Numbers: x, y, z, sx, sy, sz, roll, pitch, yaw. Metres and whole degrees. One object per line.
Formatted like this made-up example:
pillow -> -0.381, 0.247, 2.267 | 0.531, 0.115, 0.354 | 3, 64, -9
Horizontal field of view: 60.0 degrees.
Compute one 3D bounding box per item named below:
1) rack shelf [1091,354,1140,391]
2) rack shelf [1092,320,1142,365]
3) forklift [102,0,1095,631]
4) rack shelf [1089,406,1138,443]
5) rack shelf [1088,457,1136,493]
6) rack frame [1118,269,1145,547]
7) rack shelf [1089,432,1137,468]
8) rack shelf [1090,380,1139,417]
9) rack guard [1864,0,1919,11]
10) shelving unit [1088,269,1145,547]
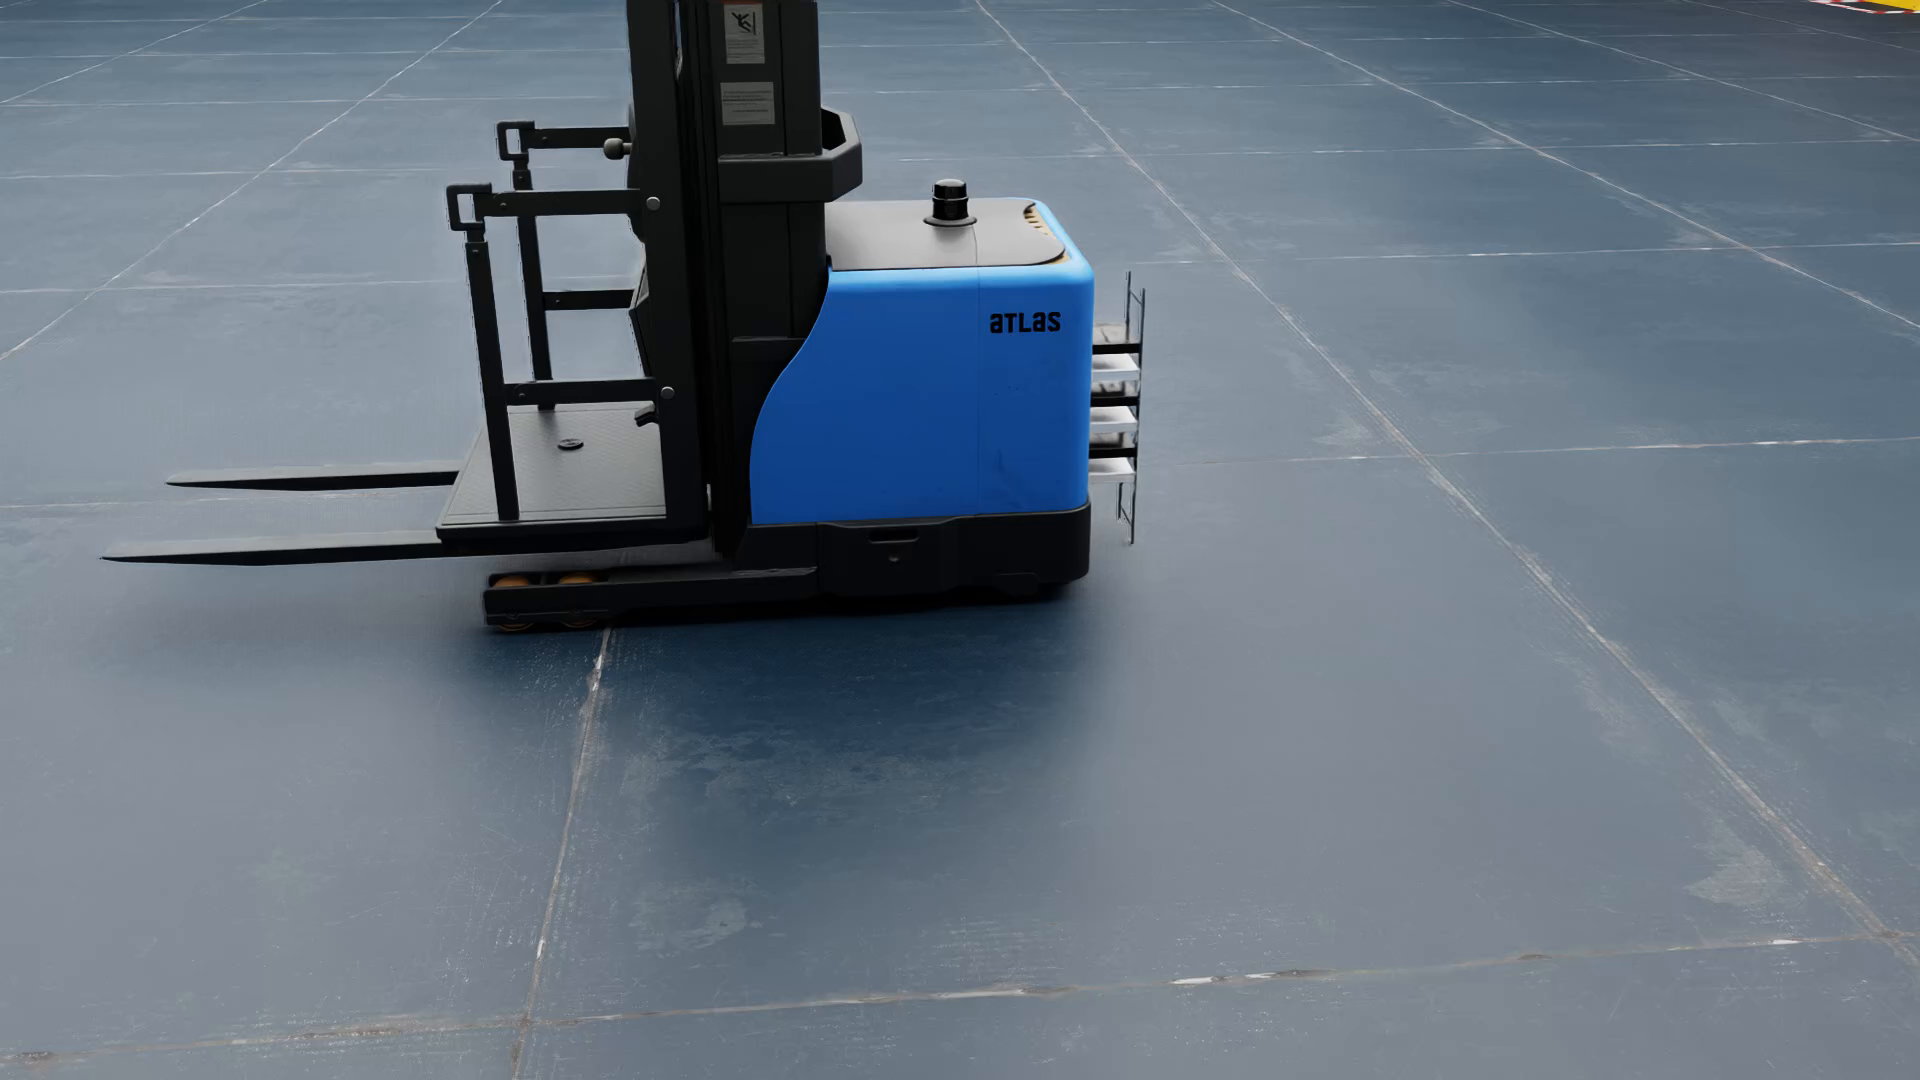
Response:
rack shelf -> 0.473, -0.567, 5.518 | 0.200, 0.077, 0.258 | -3, 24, -6
rack shelf -> 0.473, -0.649, 5.481 | 0.200, 0.077, 0.258 | -3, 24, -6
forklift -> -1.140, -1.287, 4.998 | 3.031, 2.935, 1.130 | -3, 24, -6
rack shelf -> 0.473, -0.402, 5.591 | 0.200, 0.077, 0.258 | -3, 24, -6
rack shelf -> 0.473, -0.238, 5.664 | 0.200, 0.077, 0.258 | -3, 24, -6
rack frame -> 0.574, -0.437, 5.588 | 0.006, 0.900, 0.240 | -3, 24, -6
rack shelf -> 0.473, -0.320, 5.628 | 0.200, 0.077, 0.258 | -3, 24, -6
rack shelf -> 0.473, -0.485, 5.554 | 0.200, 0.077, 0.258 | -3, 24, -6
rack guard -> 11.688, -6.856, 20.521 | 0.348, 0.500, 1.175 | -2, 24, -5
shelving unit -> 0.473, -0.433, 5.577 | 0.210, 0.900, 0.258 | -3, 24, -6
